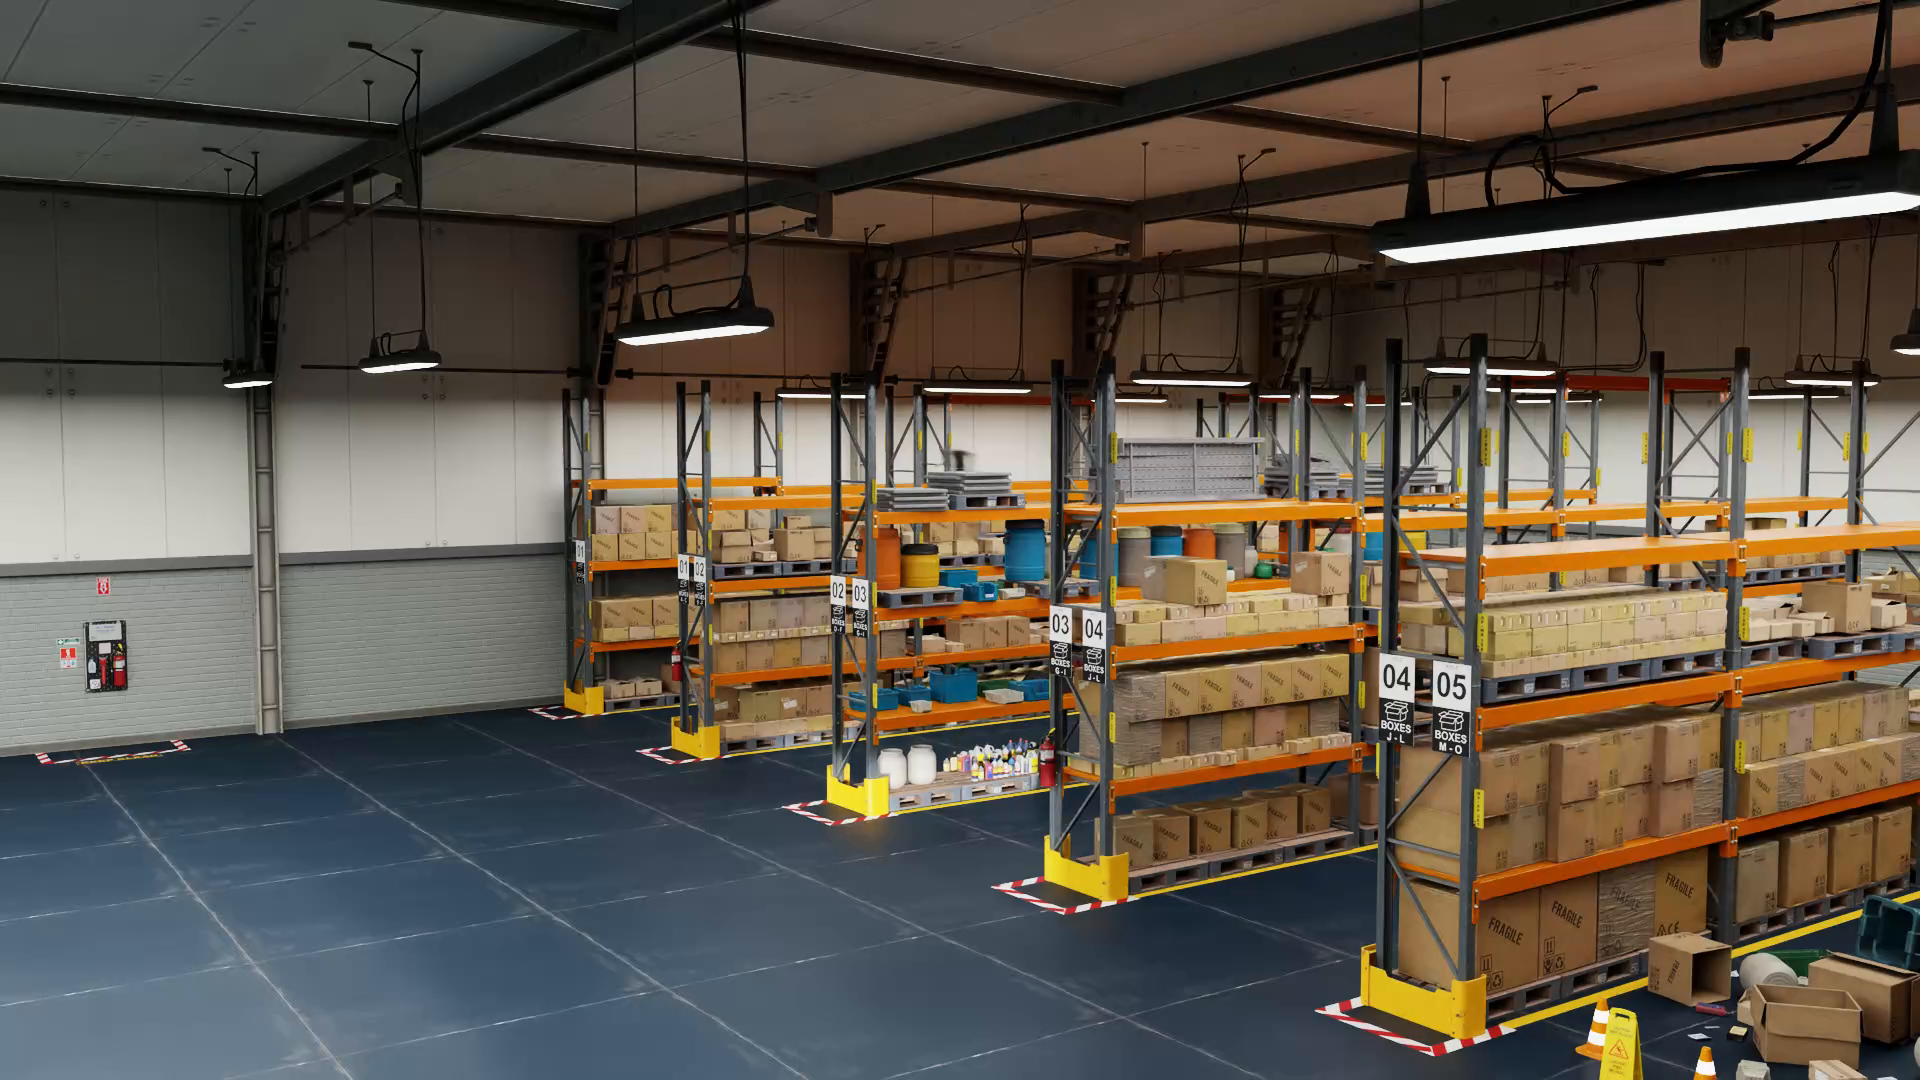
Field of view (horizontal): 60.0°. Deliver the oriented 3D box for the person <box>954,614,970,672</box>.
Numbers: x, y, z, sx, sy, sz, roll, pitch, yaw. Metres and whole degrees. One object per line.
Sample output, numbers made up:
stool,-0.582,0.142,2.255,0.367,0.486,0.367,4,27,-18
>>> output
person,0.069,2.195,32.364,0.776,1.766,0.644,-2,4,-34
